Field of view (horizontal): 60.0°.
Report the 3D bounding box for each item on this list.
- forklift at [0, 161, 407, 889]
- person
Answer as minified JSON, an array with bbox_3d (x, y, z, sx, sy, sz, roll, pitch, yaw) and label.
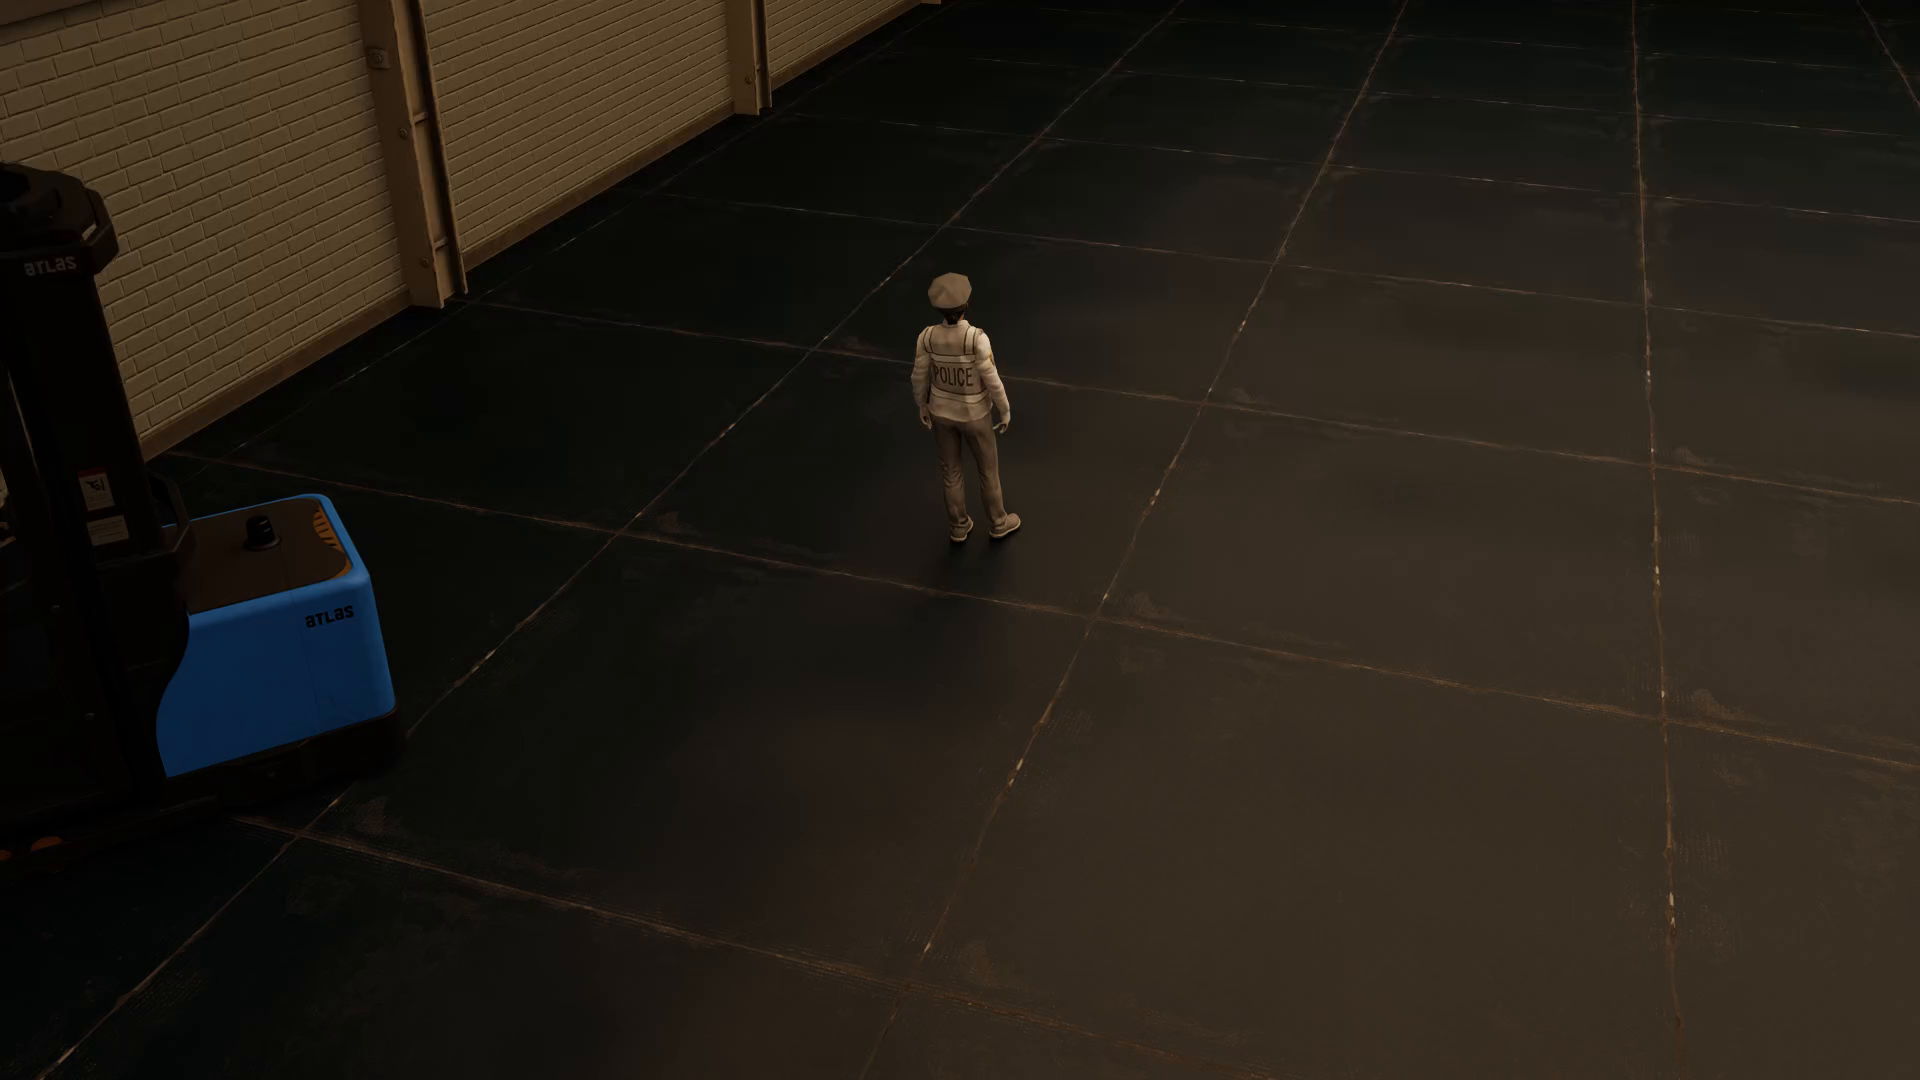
[{"bbox_3d":[-4.257,-0.025,7.180,3.031,2.935,1.130,-16,33,-26],"label":"forklift"},{"bbox_3d":[0.028,-0.773,9.726,0.588,1.696,0.533,10,31,16],"label":"person"}]
